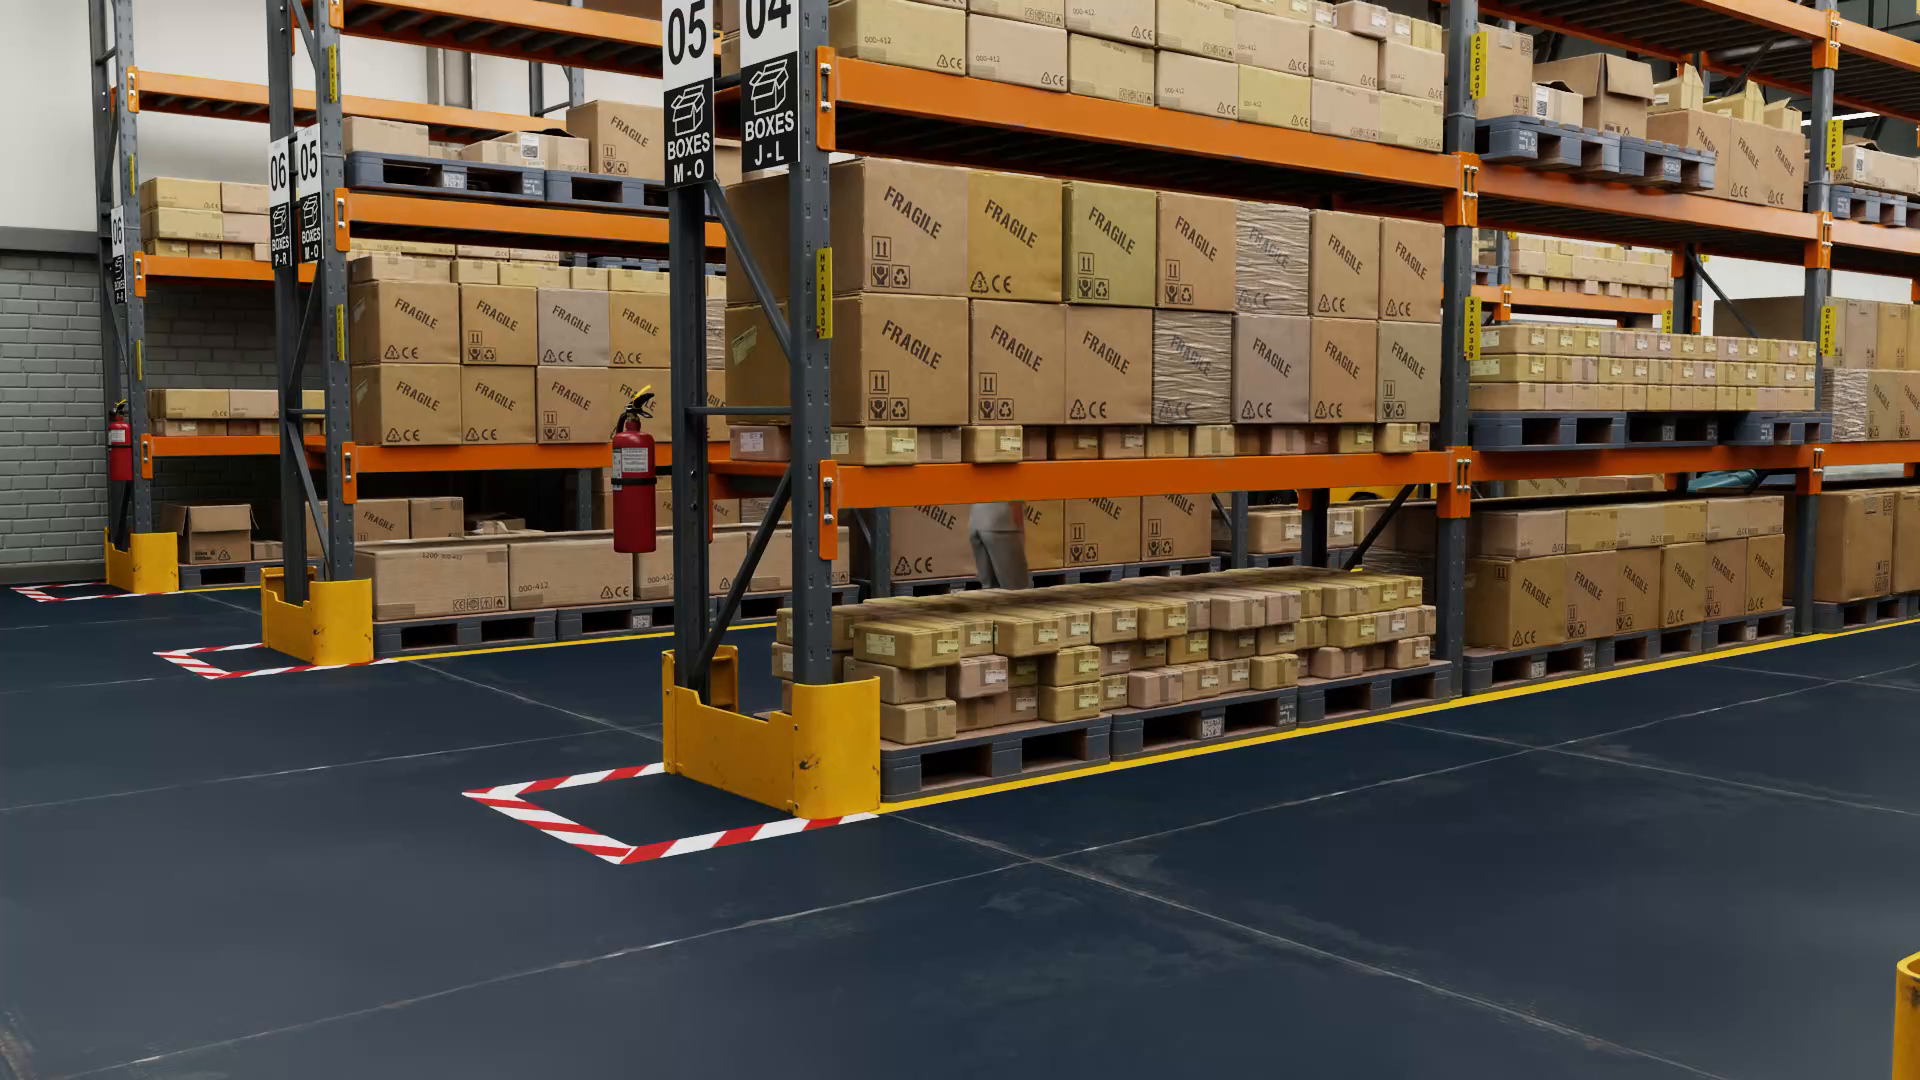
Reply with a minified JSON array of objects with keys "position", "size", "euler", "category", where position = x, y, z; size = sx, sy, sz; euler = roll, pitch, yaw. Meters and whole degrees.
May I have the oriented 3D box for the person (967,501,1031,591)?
[{"position":[0.205,-0.032,9.296],"size":[0.344,1.657,0.451],"euler":[-2,5,-28],"category":"person"}]
